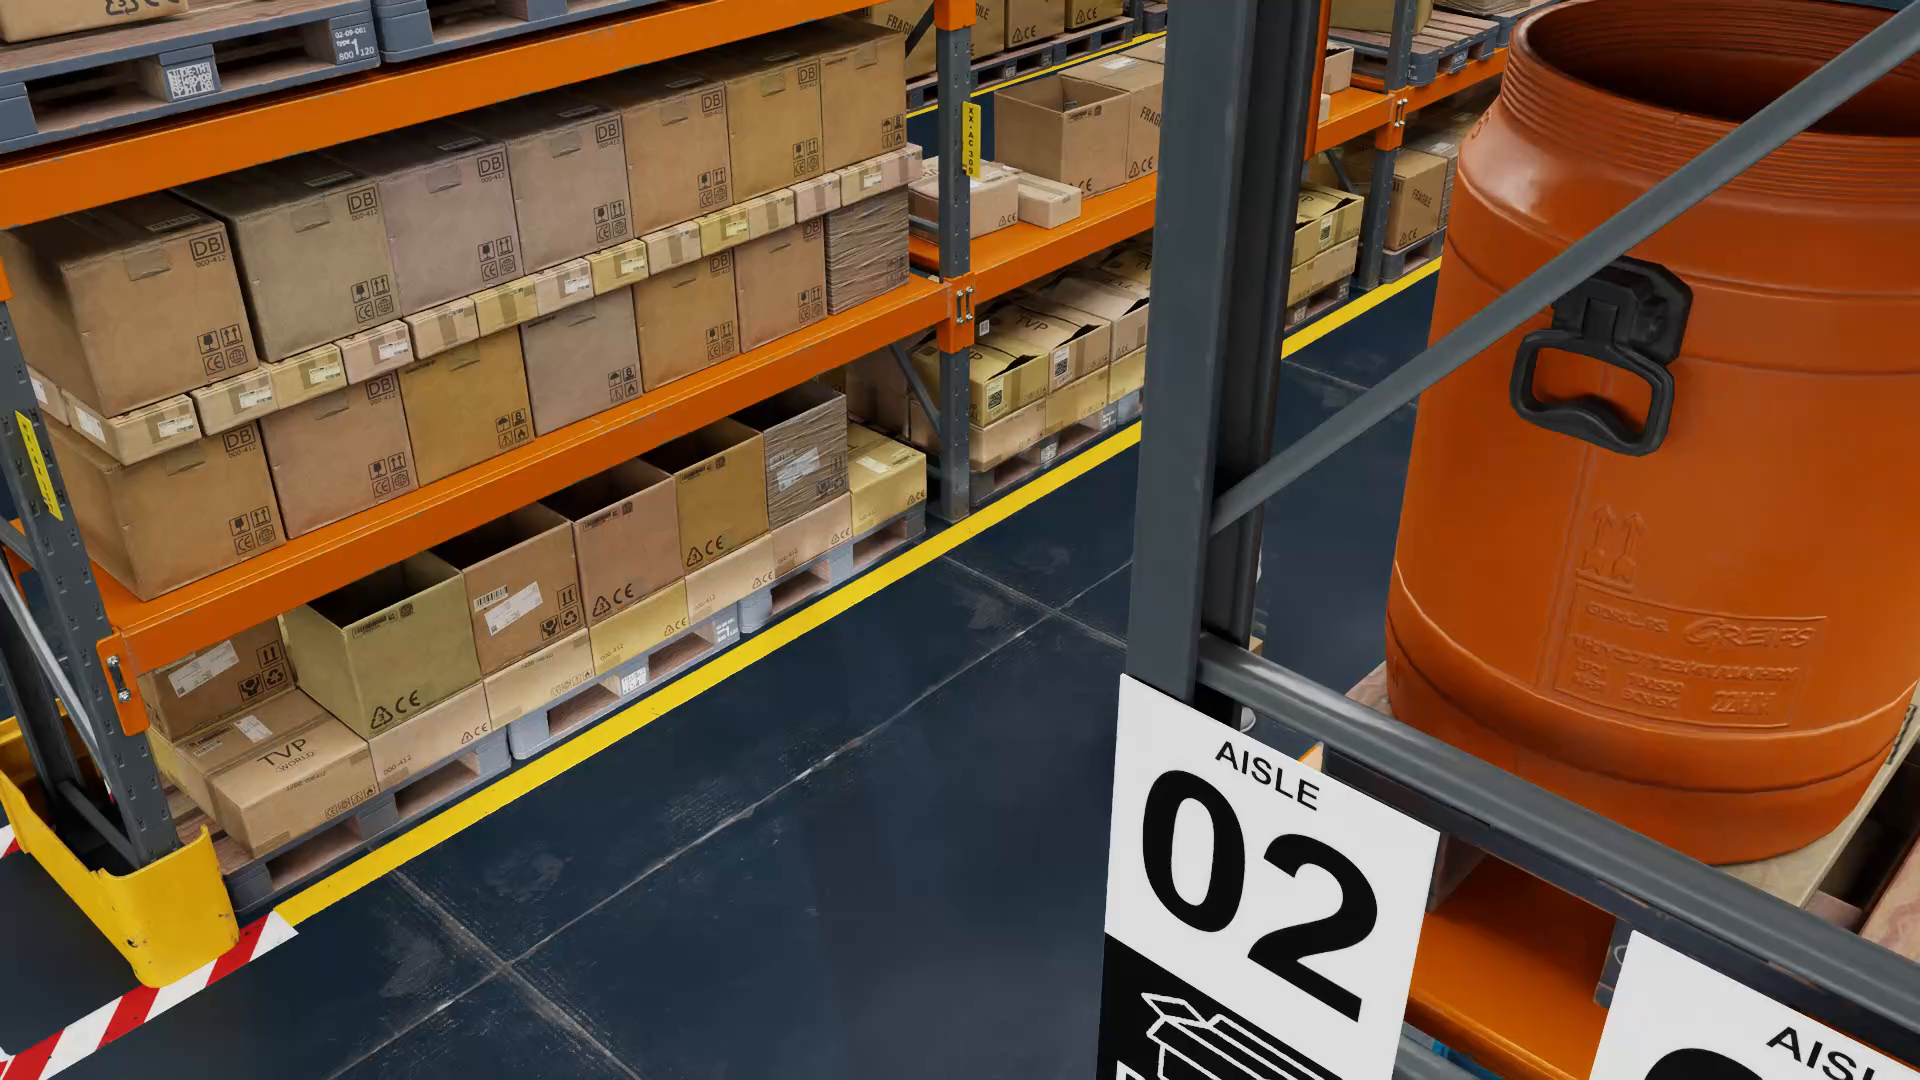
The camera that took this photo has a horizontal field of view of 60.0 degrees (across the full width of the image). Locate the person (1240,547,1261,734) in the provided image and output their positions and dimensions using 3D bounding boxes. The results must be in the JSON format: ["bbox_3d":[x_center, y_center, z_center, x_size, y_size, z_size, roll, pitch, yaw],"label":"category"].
[{"bbox_3d":[0.949,0.033,6.579,0.540,1.662,0.374,23,38,32],"label":"person"}]
